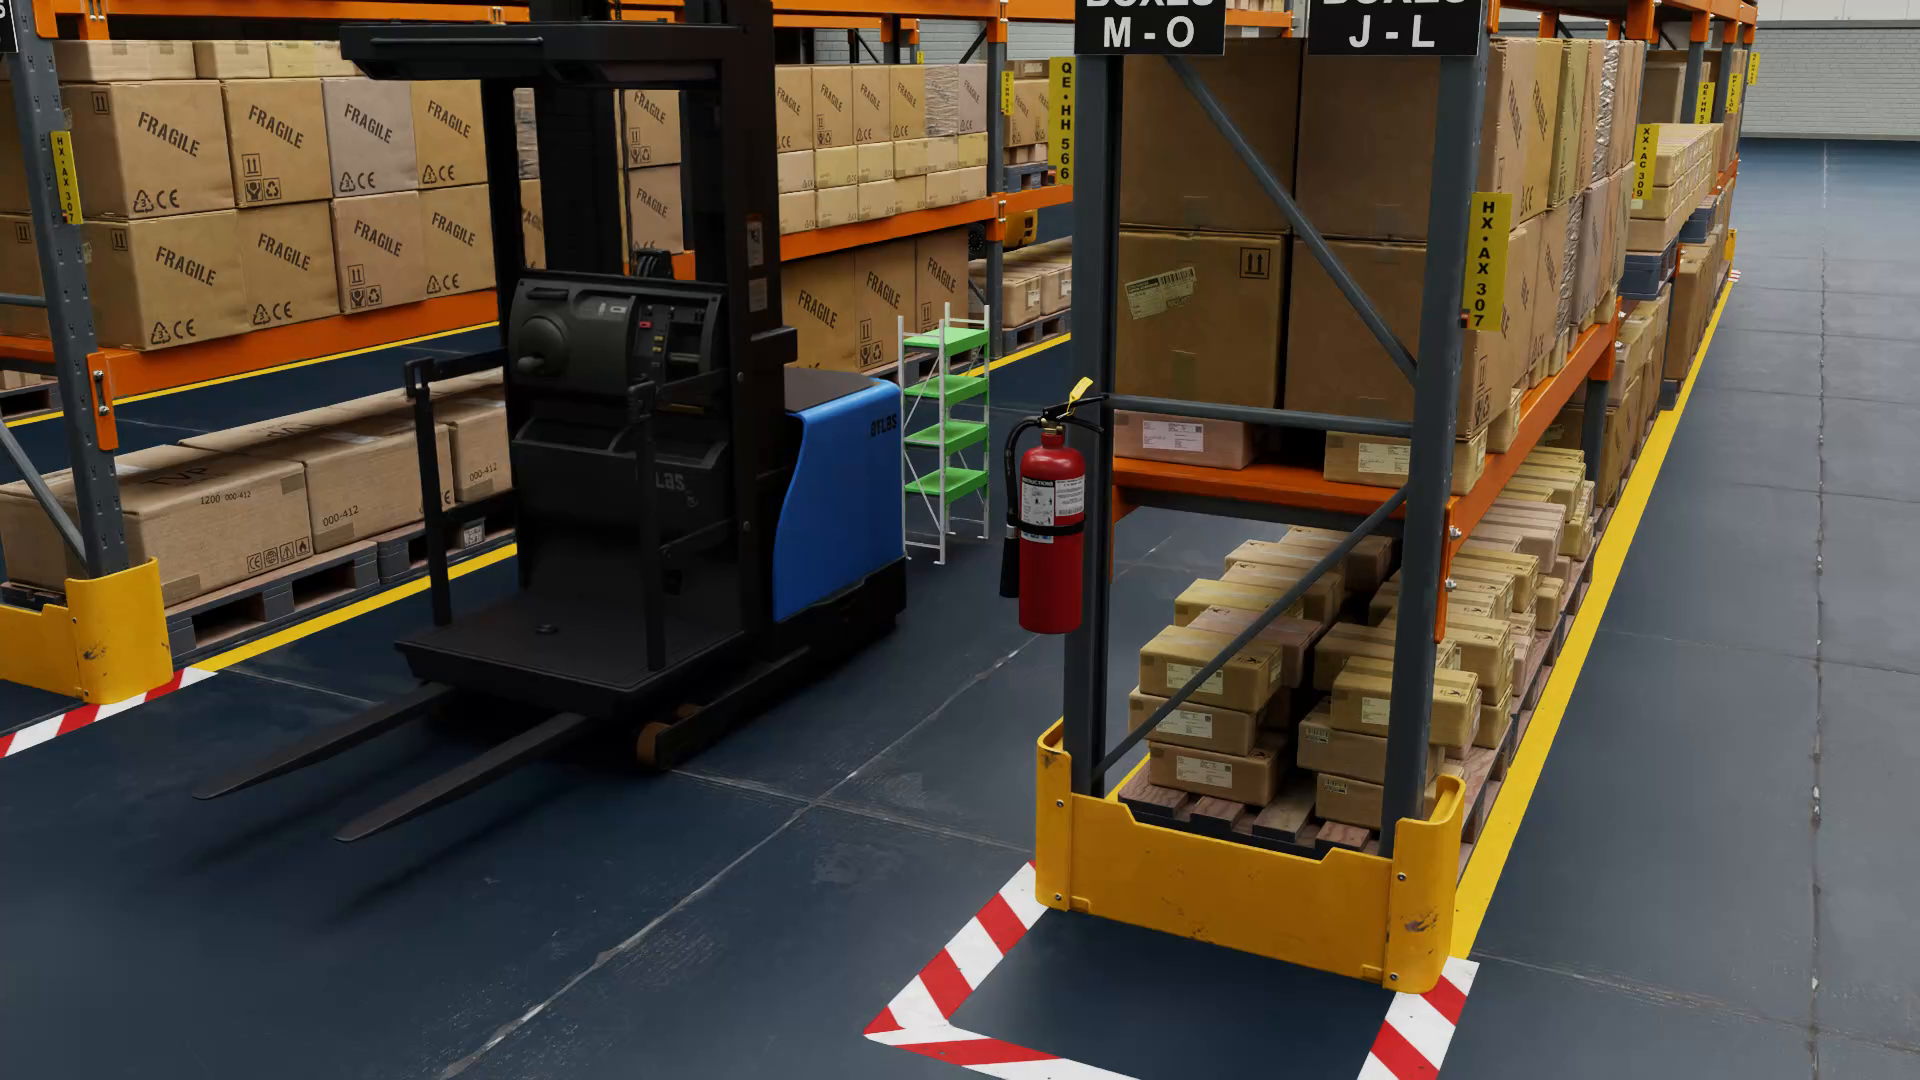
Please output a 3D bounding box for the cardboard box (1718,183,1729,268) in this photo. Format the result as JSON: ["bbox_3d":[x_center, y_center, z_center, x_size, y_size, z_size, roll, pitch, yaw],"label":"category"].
[{"bbox_3d":[7.281,-3.170,16.922,0.875,0.875,0.875,8,18,25],"label":"cardboard box"}]

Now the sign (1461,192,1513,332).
[{"bbox_3d":[1.252,-0.663,3.968,0.100,0.325,0.005,8,18,25],"label":"sign"}]

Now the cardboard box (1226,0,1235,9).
[{"bbox_3d":[2.669,-5.660,17.487,0.380,0.149,0.250,8,18,24],"label":"cardboard box"}]

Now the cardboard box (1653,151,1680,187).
[{"bbox_3d":[3.142,-1.744,7.786,0.380,0.149,0.250,9,19,28],"label":"cardboard box"}]

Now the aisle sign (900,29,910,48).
[{"bbox_3d":[-0.707,-6.853,21.762,0.394,0.787,0.004,8,18,25],"label":"aisle sign"}]

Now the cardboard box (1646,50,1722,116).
[{"bbox_3d":[6.325,-4.053,14.741,0.875,0.550,0.550,8,18,25],"label":"cardboard box"}]

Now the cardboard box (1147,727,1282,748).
[{"bbox_3d":[0.840,0.609,5.474,0.380,0.149,0.250,9,19,27],"label":"cardboard box"}]

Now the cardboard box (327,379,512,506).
[{"bbox_3d":[-2.695,-0.539,8.832,0.875,0.438,0.875,8,18,24],"label":"cardboard box"}]

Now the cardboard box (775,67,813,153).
[{"bbox_3d":[-1.263,-2.676,10.333,0.500,0.500,0.500,8,18,25],"label":"cardboard box"}]

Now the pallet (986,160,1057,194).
[{"bbox_3d":[0.091,-3.062,13.902,1.213,0.211,1.003,8,18,25],"label":"pallet"}]

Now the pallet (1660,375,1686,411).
[{"bbox_3d":[4.761,-1.209,12.225,1.003,0.211,1.213,8,18,25],"label":"pallet"}]

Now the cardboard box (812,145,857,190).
[{"bbox_3d":[-1.013,-2.445,10.874,0.500,0.250,0.500,8,18,26],"label":"cardboard box"}]

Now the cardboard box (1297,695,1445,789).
[{"bbox_3d":[1.231,0.605,4.966,0.380,0.149,0.250,9,19,28],"label":"cardboard box"}]

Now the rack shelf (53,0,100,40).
[{"bbox_3d":[-7.255,-3.154,9.870,1.077,0.370,4.000,8,18,25],"label":"rack shelf"}]

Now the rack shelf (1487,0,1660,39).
[{"bbox_3d":[1.661,-1.919,5.714,1.077,0.370,4.000,8,18,25],"label":"rack shelf"}]

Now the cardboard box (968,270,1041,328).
[{"bbox_3d":[0.129,-2.043,14.012,0.950,0.372,0.625,7,18,22],"label":"cardboard box"}]

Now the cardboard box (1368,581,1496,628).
[{"bbox_3d":[1.584,0.266,5.586,0.380,0.149,0.250,7,18,23],"label":"cardboard box"}]

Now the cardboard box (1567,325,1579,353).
[{"bbox_3d":[2.214,-0.837,6.517,0.380,0.149,0.250,7,18,23],"label":"cardboard box"}]

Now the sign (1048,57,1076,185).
[{"bbox_3d":[0.279,-1.099,4.368,0.100,0.325,0.005,8,18,25],"label":"sign"}]

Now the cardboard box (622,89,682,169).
[{"bbox_3d":[-1.883,-2.312,9.108,0.500,0.500,0.500,8,18,25],"label":"cardboard box"}]

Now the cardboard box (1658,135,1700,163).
[{"bbox_3d":[3.836,-2.142,9.128,0.380,0.149,0.250,9,19,27],"label":"cardboard box"}]

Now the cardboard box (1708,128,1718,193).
[{"bbox_3d":[5.683,-2.997,13.171,0.500,0.500,0.500,8,18,26],"label":"cardboard box"}]

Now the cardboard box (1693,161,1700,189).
[{"bbox_3d":[3.954,-2.066,9.392,0.380,0.149,0.250,9,19,27],"label":"cardboard box"}]

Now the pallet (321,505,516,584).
[{"bbox_3d":[-2.873,-0.107,8.515,1.003,0.211,1.213,8,18,25],"label":"pallet"}]

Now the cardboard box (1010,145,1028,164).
[{"bbox_3d":[0.336,-3.166,13.621,0.380,0.149,0.250,7,18,22],"label":"cardboard box"}]

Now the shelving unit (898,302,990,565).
[{"bbox_3d":[-0.074,-0.533,8.212,0.258,1.200,0.503,8,18,25],"label":"shelving unit"}]

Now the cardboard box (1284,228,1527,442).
[{"bbox_3d":[1.215,-0.587,4.533,0.500,0.500,0.500,9,19,28],"label":"cardboard box"}]

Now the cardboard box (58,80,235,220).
[{"bbox_3d":[-3.237,-1.534,6.490,0.500,0.500,0.500,8,18,24],"label":"cardboard box"}]

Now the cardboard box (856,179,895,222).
[{"bbox_3d":[-0.782,-2.333,11.375,0.500,0.250,0.500,8,18,24],"label":"cardboard box"}]

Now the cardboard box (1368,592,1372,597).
[{"bbox_3d":[1.427,0.132,6.558,0.380,0.149,0.250,8,18,26],"label":"cardboard box"}]

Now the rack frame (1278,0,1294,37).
[{"bbox_3d":[3.443,-4.996,20.078,1.000,3.000,0.127,8,18,25],"label":"rack frame"}]

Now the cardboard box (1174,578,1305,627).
[{"bbox_3d":[0.942,0.257,5.615,0.380,0.149,0.250,8,18,24],"label":"cardboard box"}]

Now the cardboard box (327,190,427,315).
[{"bbox_3d":[-2.791,-1.314,7.505,0.500,0.500,0.500,8,18,25],"label":"cardboard box"}]

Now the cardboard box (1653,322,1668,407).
[{"bbox_3d":[4.281,-1.157,10.804,0.500,0.500,0.500,8,18,25],"label":"cardboard box"}]

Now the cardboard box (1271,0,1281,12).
[{"bbox_3d":[3.452,-6.120,19.034,0.380,0.149,0.250,8,18,26],"label":"cardboard box"}]

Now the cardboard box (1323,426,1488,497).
[{"bbox_3d":[1.205,-0.237,4.496,0.380,0.149,0.250,8,18,25],"label":"cardboard box"}]

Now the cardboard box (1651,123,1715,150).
[{"bbox_3d":[4.533,-2.538,10.458,0.380,0.149,0.250,7,18,23],"label":"cardboard box"}]

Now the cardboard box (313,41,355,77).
[{"bbox_3d":[-2.857,-2.085,7.204,0.380,0.149,0.250,8,18,26],"label":"cardboard box"}]

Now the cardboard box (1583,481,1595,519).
[{"bbox_3d":[2.698,-0.192,7.651,0.380,0.149,0.250,9,19,26],"label":"cardboard box"}]

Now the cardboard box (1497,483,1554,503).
[{"bbox_3d":[2.259,-0.141,6.956,0.380,0.149,0.250,9,19,27],"label":"cardboard box"}]

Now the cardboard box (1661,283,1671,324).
[{"bbox_3d":[4.270,-1.510,10.674,0.500,0.250,0.500,8,18,24],"label":"cardboard box"}]

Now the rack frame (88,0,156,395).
[{"bbox_3d":[-6.362,-2.570,11.910,1.000,3.000,0.127,8,18,25],"label":"rack frame"}]

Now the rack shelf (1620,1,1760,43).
[{"bbox_3d":[7.023,-4.976,16.005,1.077,0.370,4.000,8,18,25],"label":"rack shelf"}]

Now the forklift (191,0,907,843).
[{"bbox_3d":[-1.364,-0.745,5.886,1.130,2.935,3.031,8,19,26],"label":"forklift"}]

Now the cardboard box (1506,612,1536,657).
[{"bbox_3d":[1.967,0.360,6.314,0.380,0.149,0.250,8,18,25],"label":"cardboard box"}]

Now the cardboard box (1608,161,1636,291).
[{"bbox_3d":[2.591,-1.367,7.161,0.500,0.500,0.500,8,18,25],"label":"cardboard box"}]

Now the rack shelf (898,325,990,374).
[{"bbox_3d":[-0.074,-0.932,8.093,0.258,0.148,0.480,8,18,25],"label":"rack shelf"}]

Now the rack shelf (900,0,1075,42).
[{"bbox_3d":[0.762,-4.561,14.608,1.077,0.370,4.000,8,18,25],"label":"rack shelf"}]

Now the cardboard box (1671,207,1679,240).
[{"bbox_3d":[3.376,-1.593,8.323,0.380,0.149,0.250,8,18,26],"label":"cardboard box"}]

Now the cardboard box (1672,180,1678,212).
[{"bbox_3d":[3.256,-1.667,8.051,0.380,0.149,0.250,8,18,24],"label":"cardboard box"}]

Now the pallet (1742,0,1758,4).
[{"bbox_3d":[7.594,-5.598,16.989,1.003,0.211,1.213,8,18,25],"label":"pallet"}]

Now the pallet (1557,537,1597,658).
[{"bbox_3d":[2.286,0.176,7.559,1.003,0.211,1.213,8,18,25],"label":"pallet"}]

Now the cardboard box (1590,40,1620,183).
[{"bbox_3d":[2.118,-1.591,6.157,0.500,0.500,0.500,9,19,27],"label":"cardboard box"}]

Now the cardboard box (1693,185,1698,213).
[{"bbox_3d":[4.072,-1.991,9.663,0.380,0.149,0.250,7,18,23],"label":"cardboard box"}]
